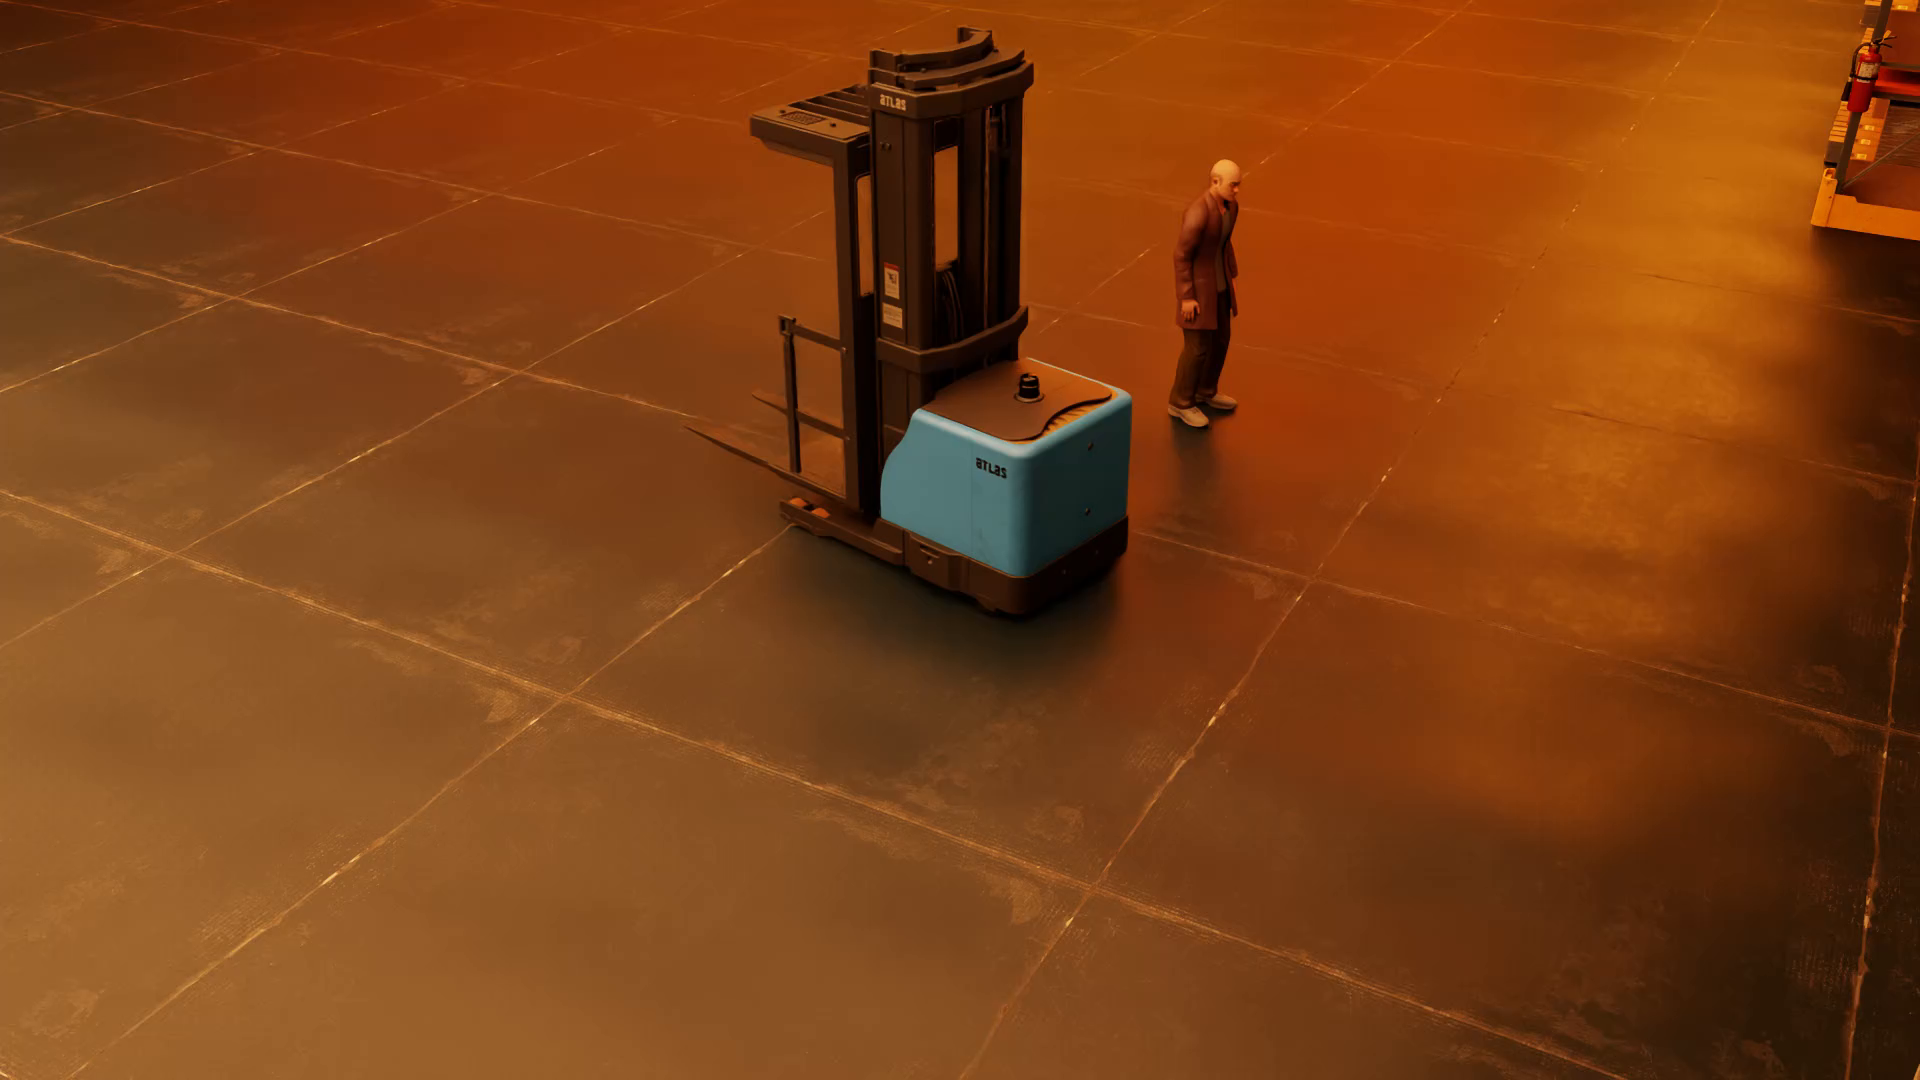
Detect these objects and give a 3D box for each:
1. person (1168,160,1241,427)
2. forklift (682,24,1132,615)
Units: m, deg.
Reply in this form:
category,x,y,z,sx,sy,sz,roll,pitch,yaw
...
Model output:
category,x,y,z,sx,sy,sz,roll,pitch,yaw
person,1.666,-1.677,11.135,0.435,1.772,0.654,23,37,34
forklift,-0.462,-1.469,9.616,3.031,2.935,1.130,24,37,35
